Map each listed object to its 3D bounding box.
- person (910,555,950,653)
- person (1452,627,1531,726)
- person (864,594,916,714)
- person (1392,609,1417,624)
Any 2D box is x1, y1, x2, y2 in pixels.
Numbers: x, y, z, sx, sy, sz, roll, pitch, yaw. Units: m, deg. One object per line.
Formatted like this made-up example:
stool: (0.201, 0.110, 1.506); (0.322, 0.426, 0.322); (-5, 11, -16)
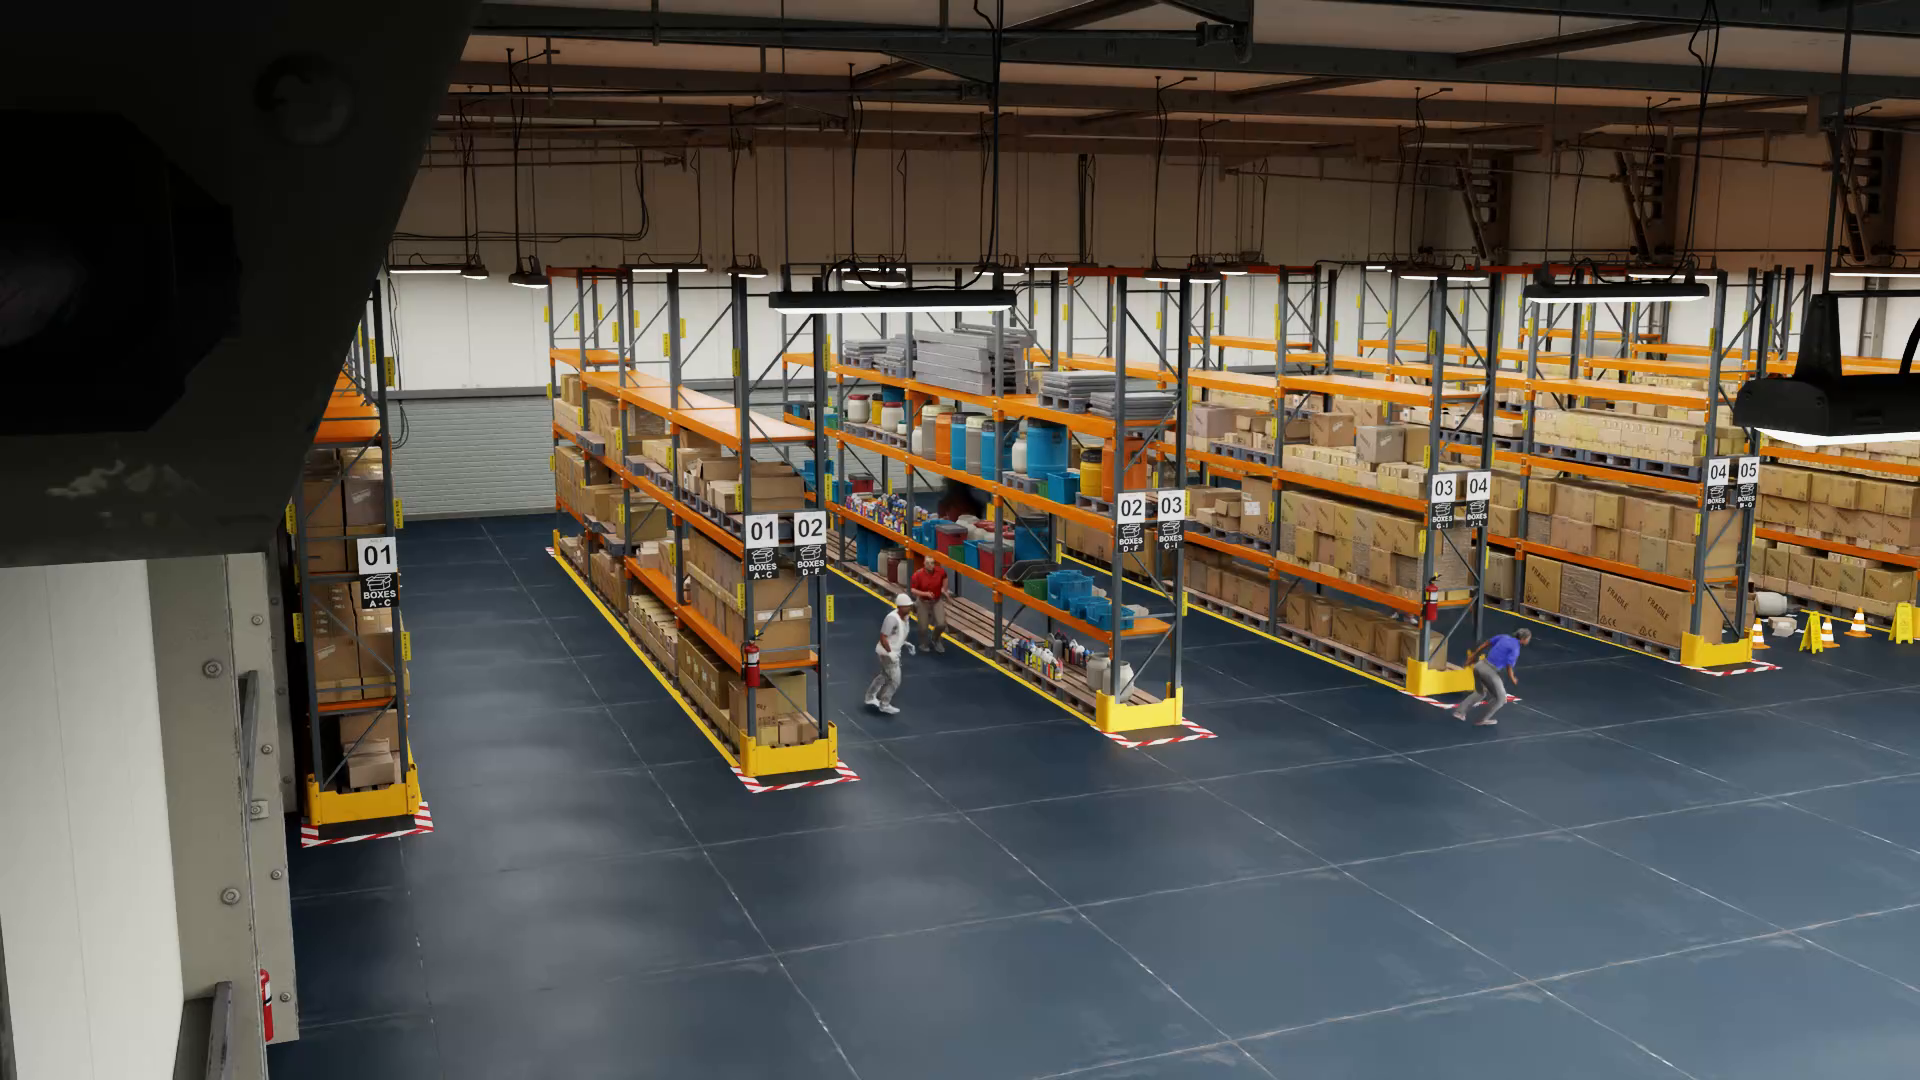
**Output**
person: (-0.467, 1.008, 26.168); (0.674, 1.623, 0.908); (-2, 10, -11)
person: (7.112, 1.831, 22.244); (0.912, 1.368, 0.595); (-1, 10, -9)
person: (-0.984, 1.553, 22.863); (0.783, 1.716, 0.682); (2, 10, 11)
person: (7.756, 0.621, 28.346); (0.618, 1.660, 0.602); (-3, 10, -15)
